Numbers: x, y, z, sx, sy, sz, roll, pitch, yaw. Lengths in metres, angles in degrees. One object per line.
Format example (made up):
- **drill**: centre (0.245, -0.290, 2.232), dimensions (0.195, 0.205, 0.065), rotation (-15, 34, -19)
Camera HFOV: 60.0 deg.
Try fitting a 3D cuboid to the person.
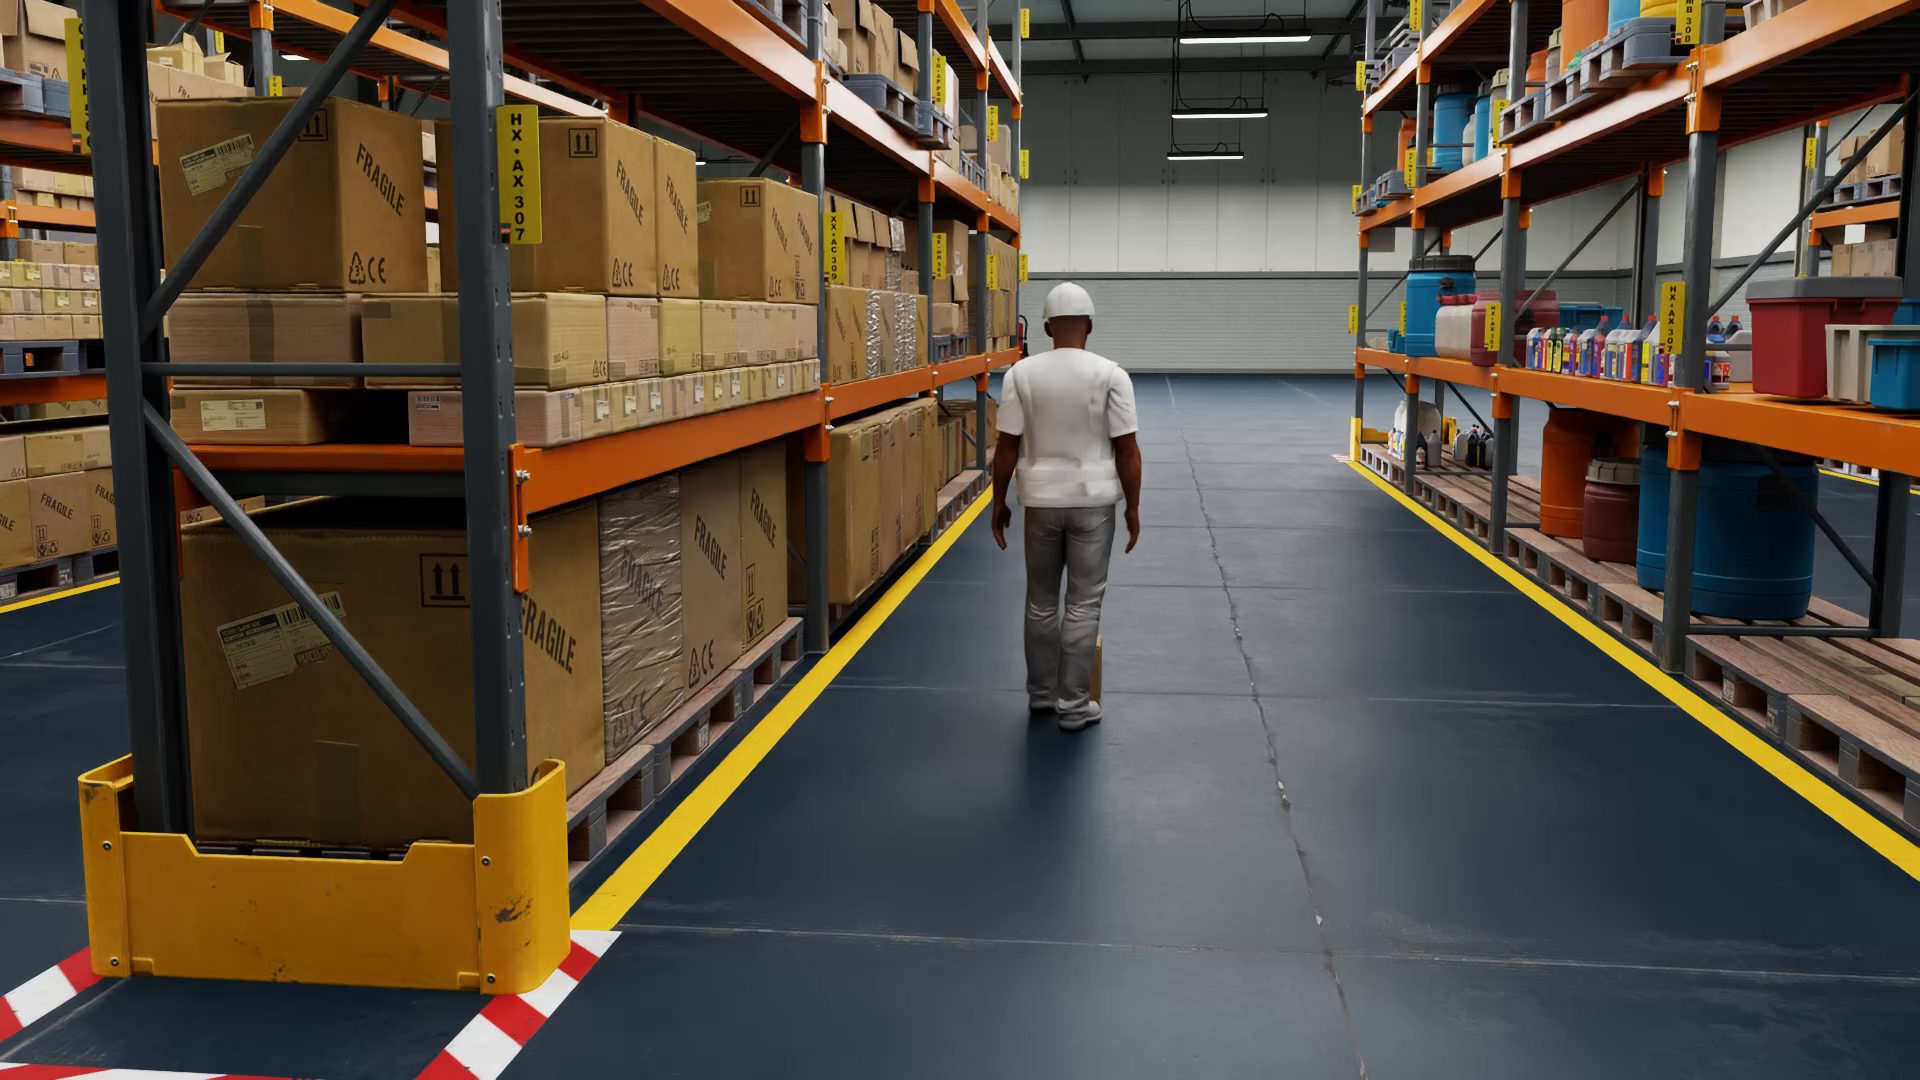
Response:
- **person**: centre (0.466, -0.151, 6.766), dimensions (0.605, 1.768, 0.594), rotation (2, 8, 18)
